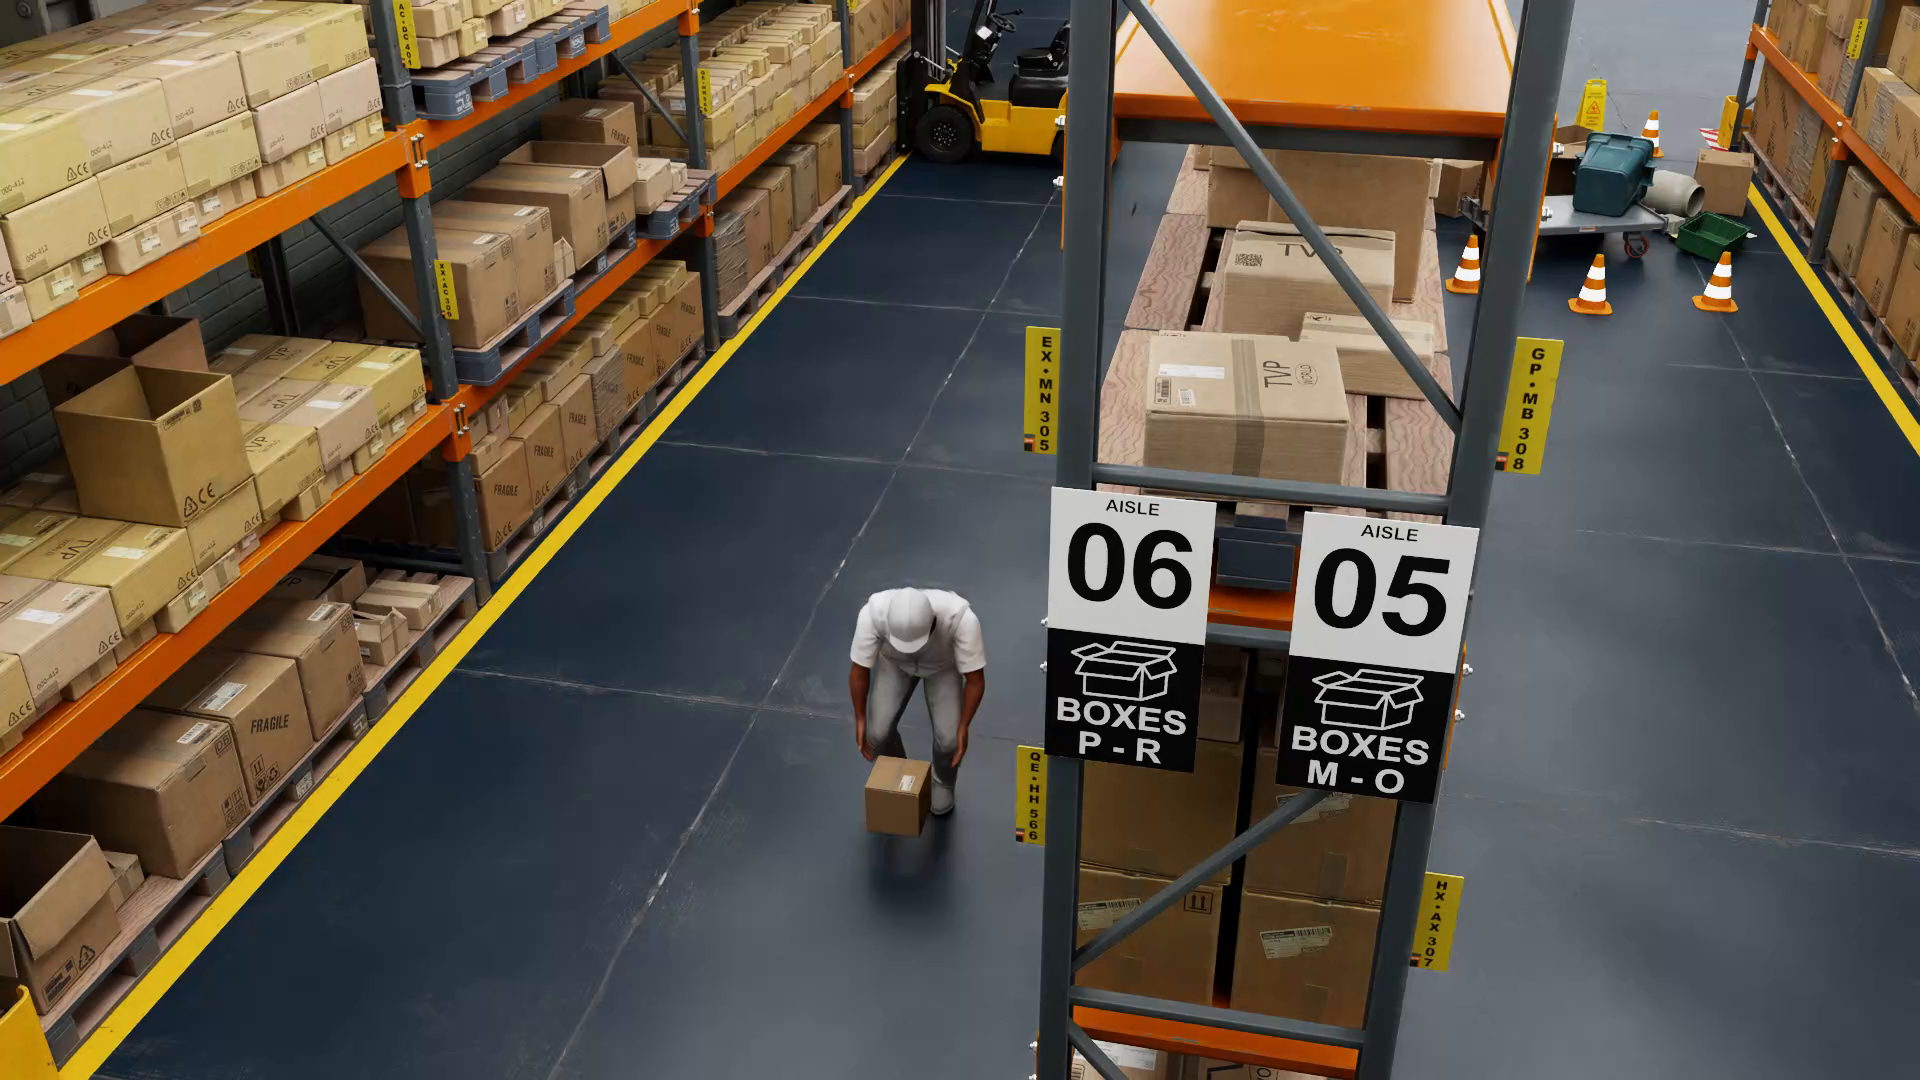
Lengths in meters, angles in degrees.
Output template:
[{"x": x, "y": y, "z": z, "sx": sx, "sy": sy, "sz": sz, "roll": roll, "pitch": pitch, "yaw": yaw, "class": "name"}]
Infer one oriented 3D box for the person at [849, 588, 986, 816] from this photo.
[{"x": -0.175, "y": 0.682, "z": 7.786, "sx": 0.631, "sy": 1.346, "sz": 0.790, "roll": 5, "pitch": 29, "yaw": 9, "class": "person"}]
